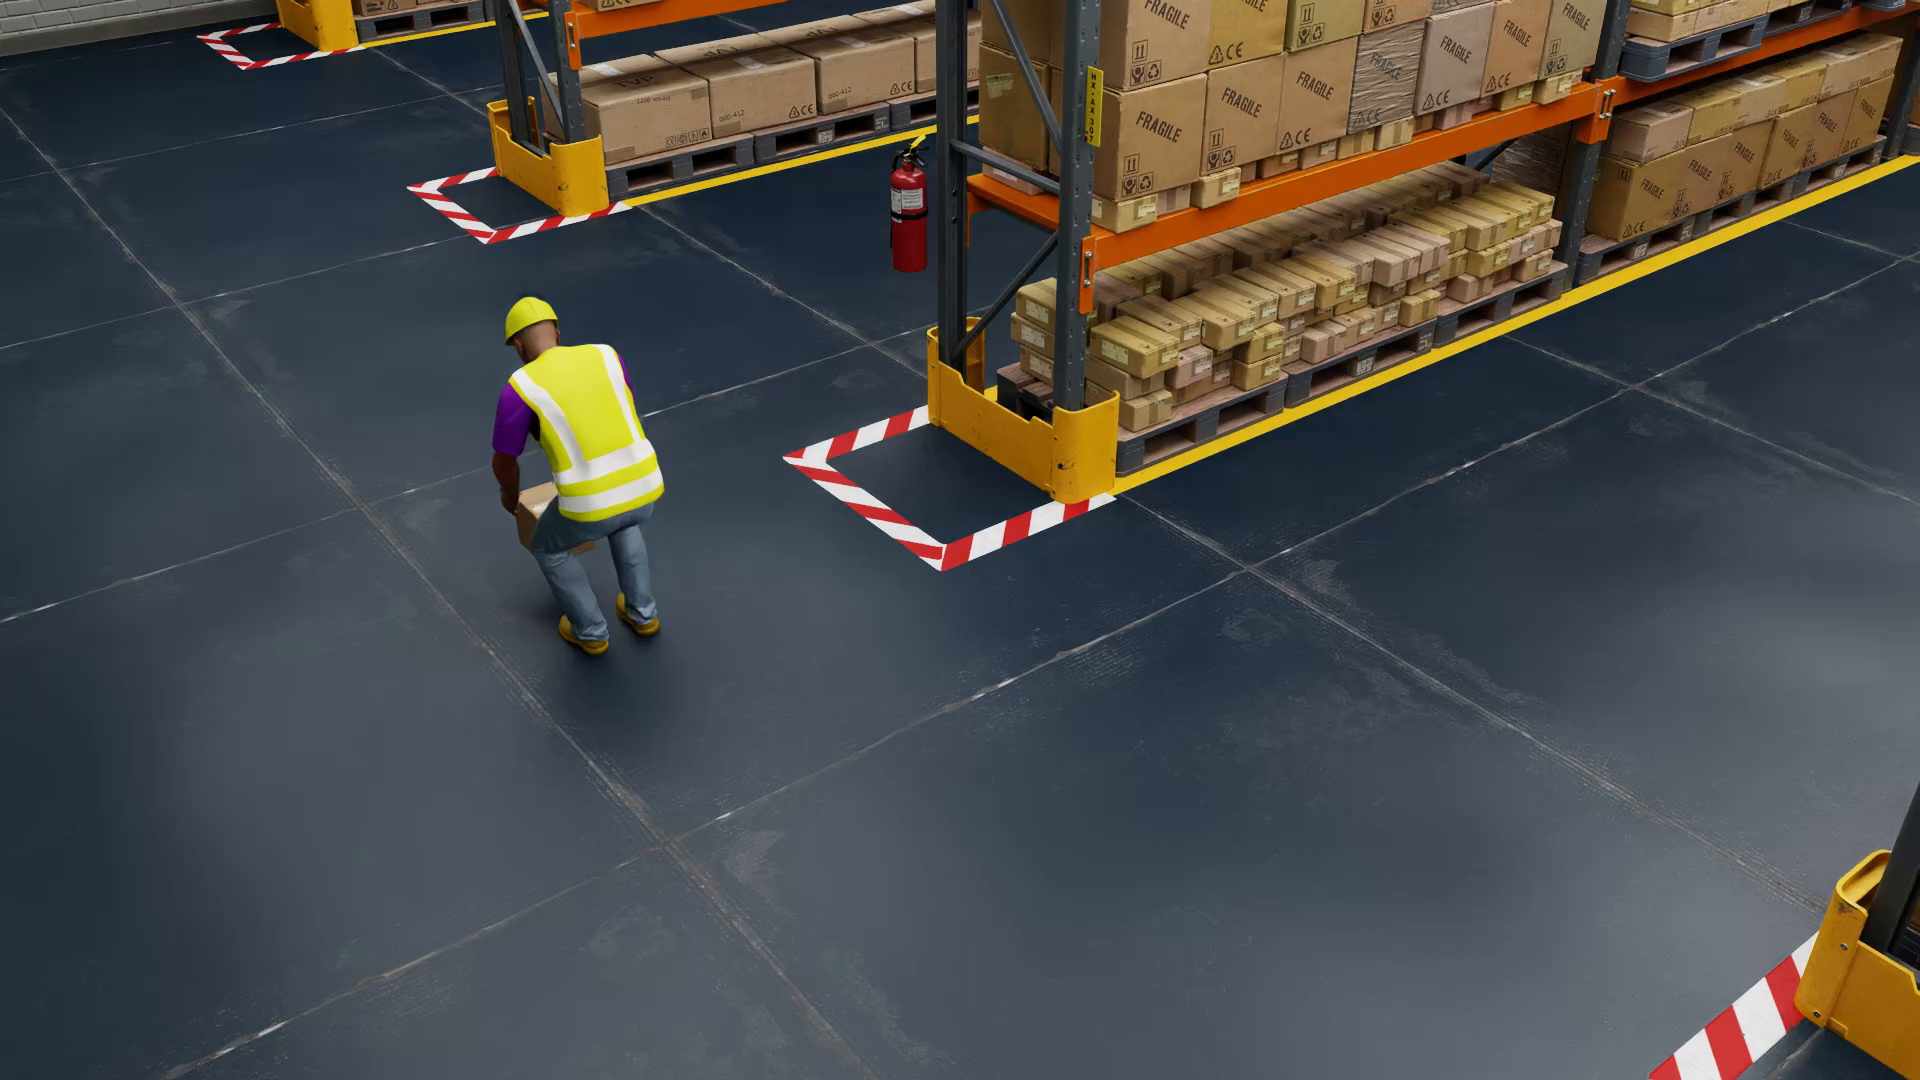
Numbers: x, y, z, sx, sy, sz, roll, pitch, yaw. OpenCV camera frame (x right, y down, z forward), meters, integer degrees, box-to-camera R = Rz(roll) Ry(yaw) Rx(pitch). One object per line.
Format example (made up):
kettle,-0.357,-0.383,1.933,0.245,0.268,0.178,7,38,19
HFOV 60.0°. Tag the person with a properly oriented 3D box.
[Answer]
person,-1.551,-0.232,6.772,0.630,1.462,0.727,-22,38,-31
